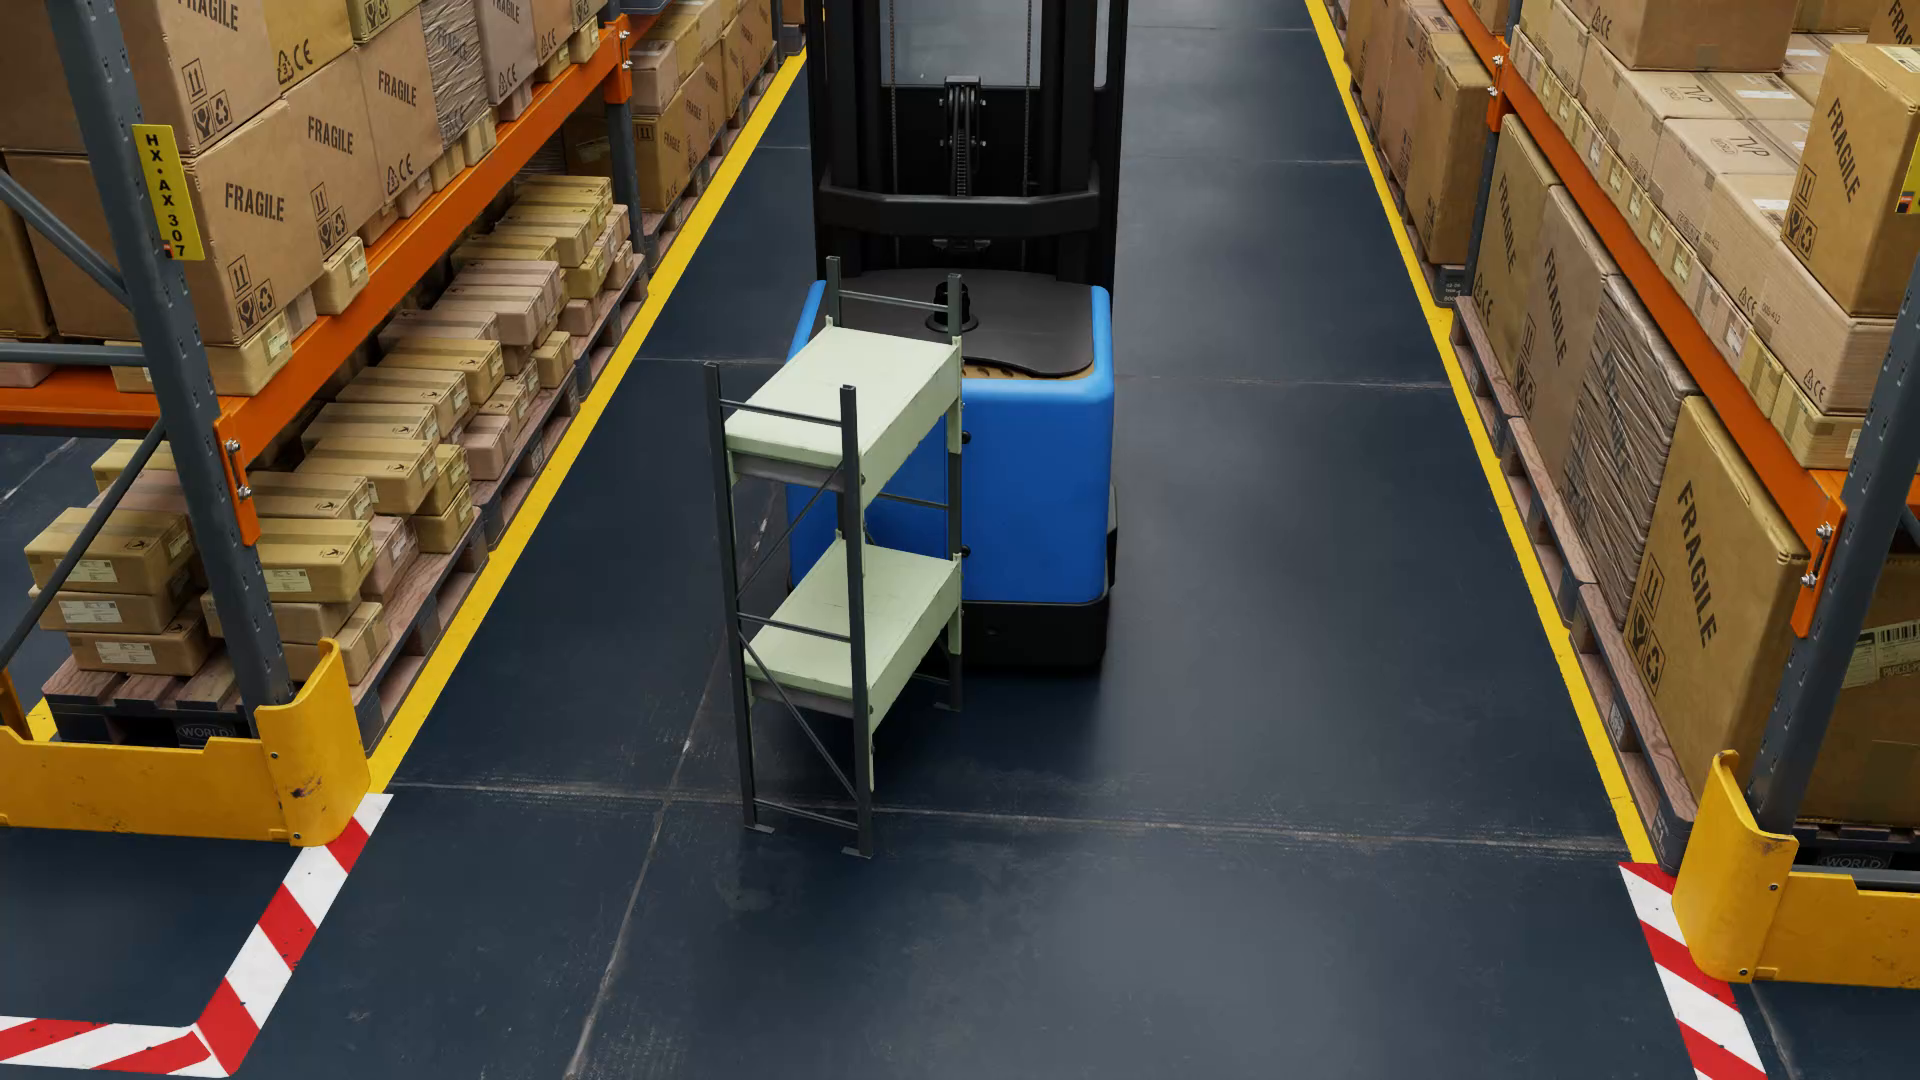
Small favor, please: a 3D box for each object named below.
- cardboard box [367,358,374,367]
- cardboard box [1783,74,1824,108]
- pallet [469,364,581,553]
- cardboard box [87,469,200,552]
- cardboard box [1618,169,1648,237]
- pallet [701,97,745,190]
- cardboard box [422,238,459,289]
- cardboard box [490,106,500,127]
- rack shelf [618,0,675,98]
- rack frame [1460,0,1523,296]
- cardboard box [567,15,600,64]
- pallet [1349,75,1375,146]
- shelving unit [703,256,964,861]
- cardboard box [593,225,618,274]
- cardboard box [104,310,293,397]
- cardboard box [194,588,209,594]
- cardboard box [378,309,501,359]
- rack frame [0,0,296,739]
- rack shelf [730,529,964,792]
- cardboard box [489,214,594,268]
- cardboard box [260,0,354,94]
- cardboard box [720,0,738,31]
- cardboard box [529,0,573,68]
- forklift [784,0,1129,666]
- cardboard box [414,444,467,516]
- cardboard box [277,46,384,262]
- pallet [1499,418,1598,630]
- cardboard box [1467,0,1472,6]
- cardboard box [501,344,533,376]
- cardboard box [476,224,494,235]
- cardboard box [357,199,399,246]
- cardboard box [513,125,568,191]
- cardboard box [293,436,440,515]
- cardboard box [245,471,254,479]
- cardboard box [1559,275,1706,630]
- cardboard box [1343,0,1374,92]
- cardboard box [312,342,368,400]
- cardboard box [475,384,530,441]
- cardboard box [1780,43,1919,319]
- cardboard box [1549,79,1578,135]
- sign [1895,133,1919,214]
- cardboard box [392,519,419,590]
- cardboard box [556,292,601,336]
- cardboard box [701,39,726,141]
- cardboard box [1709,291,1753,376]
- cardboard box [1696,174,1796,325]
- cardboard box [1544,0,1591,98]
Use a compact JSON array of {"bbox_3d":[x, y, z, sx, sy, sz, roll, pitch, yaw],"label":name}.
[{"bbox_3d":[-2.525,-0.663,6.500,0.380,0.149,0.250,3,32,4],"label":"cardboard box"},{"bbox_3d":[2.974,-1.307,5.370,0.500,0.250,0.500,2,32,3],"label":"cardboard box"},{"bbox_3d":[-2.178,-0.373,6.655,1.003,0.211,1.213,2,32,4],"label":"pallet"},{"bbox_3d":[-2.519,-0.096,5.297,0.380,0.149,0.250,3,32,5],"label":"cardboard box"},{"bbox_3d":[2.374,-1.089,5.398,0.380,0.149,0.250,3,32,5],"label":"cardboard box"},{"bbox_3d":[-1.903,-2.413,9.964,1.003,0.211,1.213,2,32,4],"label":"pallet"},{"bbox_3d":[-2.348,-1.187,7.067,0.380,0.149,0.250,2,32,3],"label":"cardboard box"},{"bbox_3d":[-1.957,-1.602,6.230,0.380,0.149,0.250,2,32,3],"label":"cardboard box"},{"bbox_3d":[-1.899,-3.292,9.419,1.077,0.370,4.000,2,32,4],"label":"rack shelf"},{"bbox_3d":[2.874,-2.288,7.104,1.000,3.000,0.127,2,32,4],"label":"rack frame"},{"bbox_3d":[-1.764,-2.147,7.115,0.380,0.149,0.250,2,32,3],"label":"cardboard box"},{"bbox_3d":[3.060,-2.784,10.566,1.003,0.211,1.213,2,32,4],"label":"pallet"},{"bbox_3d":[-0.313,0.058,4.727,0.431,1.500,0.755,11,33,17],"label":"shelving unit"},{"bbox_3d":[-1.780,-1.324,7.573,0.380,0.149,0.250,1,32,2],"label":"cardboard box"},{"bbox_3d":[-2.034,-0.510,4.457,0.380,0.149,0.250,2,32,4],"label":"cardboard box"},{"bbox_3d":[-2.632,0.151,5.463,0.380,0.149,0.250,3,32,5],"label":"cardboard box"},{"bbox_3d":[-1.993,-0.764,6.380,0.380,0.149,0.250,3,32,4],"label":"cardboard box"},{"bbox_3d":[-2.387,-0.461,4.139,1.000,3.000,0.127,2,32,4],"label":"rack frame"},{"bbox_3d":[-0.313,0.335,4.898,0.431,0.370,0.720,11,33,17],"label":"rack shelf"},{"bbox_3d":[-1.826,-1.308,7.264,0.380,0.149,0.250,2,32,4],"label":"cardboard box"},{"bbox_3d":[-2.051,-1.544,4.564,0.500,0.500,0.500,3,32,5],"label":"cardboard box"},{"bbox_3d":[-1.618,-3.180,9.818,0.500,0.250,0.500,3,32,5],"label":"cardboard box"},{"bbox_3d":[-1.863,-2.186,6.559,0.500,0.500,0.500,2,32,3],"label":"cardboard box"},{"bbox_3d":[0.034,-1.578,6.017,1.130,2.935,3.031,2,32,3],"label":"forklift"},{"bbox_3d":[-1.949,-0.218,5.778,0.380,0.149,0.250,3,32,6],"label":"cardboard box"},{"bbox_3d":[-2.057,-1.134,4.853,0.500,0.500,0.500,3,32,4],"label":"cardboard box"},{"bbox_3d":[2.637,-0.067,6.158,1.003,0.211,1.213,2,32,4],"label":"pallet"},{"bbox_3d":[2.687,-2.845,7.913,0.500,0.500,0.500,3,32,6],"label":"cardboard box"},{"bbox_3d":[-1.946,-0.783,6.695,0.380,0.149,0.250,1,32,2],"label":"cardboard box"},{"bbox_3d":[-2.341,-1.333,7.587,0.380,0.149,0.250,3,32,4],"label":"cardboard box"},{"bbox_3d":[-2.048,-1.065,5.359,0.380,0.149,0.250,2,32,3],"label":"cardboard box"},{"bbox_3d":[-2.252,-2.065,8.724,0.500,0.500,0.500,2,32,3],"label":"cardboard box"},{"bbox_3d":[-1.955,-0.215,5.489,0.380,0.149,0.250,2,32,4],"label":"cardboard box"},{"bbox_3d":[-2.588,-0.113,5.608,0.380,0.149,0.250,1,32,2],"label":"cardboard box"},{"bbox_3d":[2.594,-0.285,5.478,0.875,0.875,0.875,2,32,4],"label":"cardboard box"},{"bbox_3d":[3.122,-3.294,10.361,1.225,0.875,0.875,1,32,2],"label":"cardboard box"},{"bbox_3d":[-2.442,-0.646,6.189,0.380,0.149,0.250,1,32,2],"label":"cardboard box"},{"bbox_3d":[-1.913,-0.496,6.513,0.380,0.149,0.250,2,32,4],"label":"cardboard box"},{"bbox_3d":[2.326,-0.845,3.906,0.500,0.500,0.500,3,32,5],"label":"cardboard box"},{"bbox_3d":[2.456,-1.628,6.272,0.380,0.149,0.250,2,32,3],"label":"cardboard box"},{"bbox_3d":[2.008,-0.821,3.393,0.100,0.325,0.005,2,32,4],"label":"sign"},{"bbox_3d":[-2.072,0.043,5.638,0.380,0.149,0.250,3,32,5],"label":"cardboard box"},{"bbox_3d":[-1.816,-1.025,7.371,0.380,0.149,0.250,1,32,2],"label":"cardboard box"},{"bbox_3d":[-1.666,-2.594,9.582,0.500,0.500,0.500,3,32,5],"label":"cardboard box"},{"bbox_3d":[2.290,-0.558,4.535,0.380,0.149,0.250,3,32,4],"label":"cardboard box"},{"bbox_3d":[2.365,-0.789,4.531,0.500,0.250,0.500,2,32,3],"label":"cardboard box"},{"bbox_3d":[2.529,-1.857,6.263,0.500,0.250,0.500,2,32,4],"label":"cardboard box"}]
